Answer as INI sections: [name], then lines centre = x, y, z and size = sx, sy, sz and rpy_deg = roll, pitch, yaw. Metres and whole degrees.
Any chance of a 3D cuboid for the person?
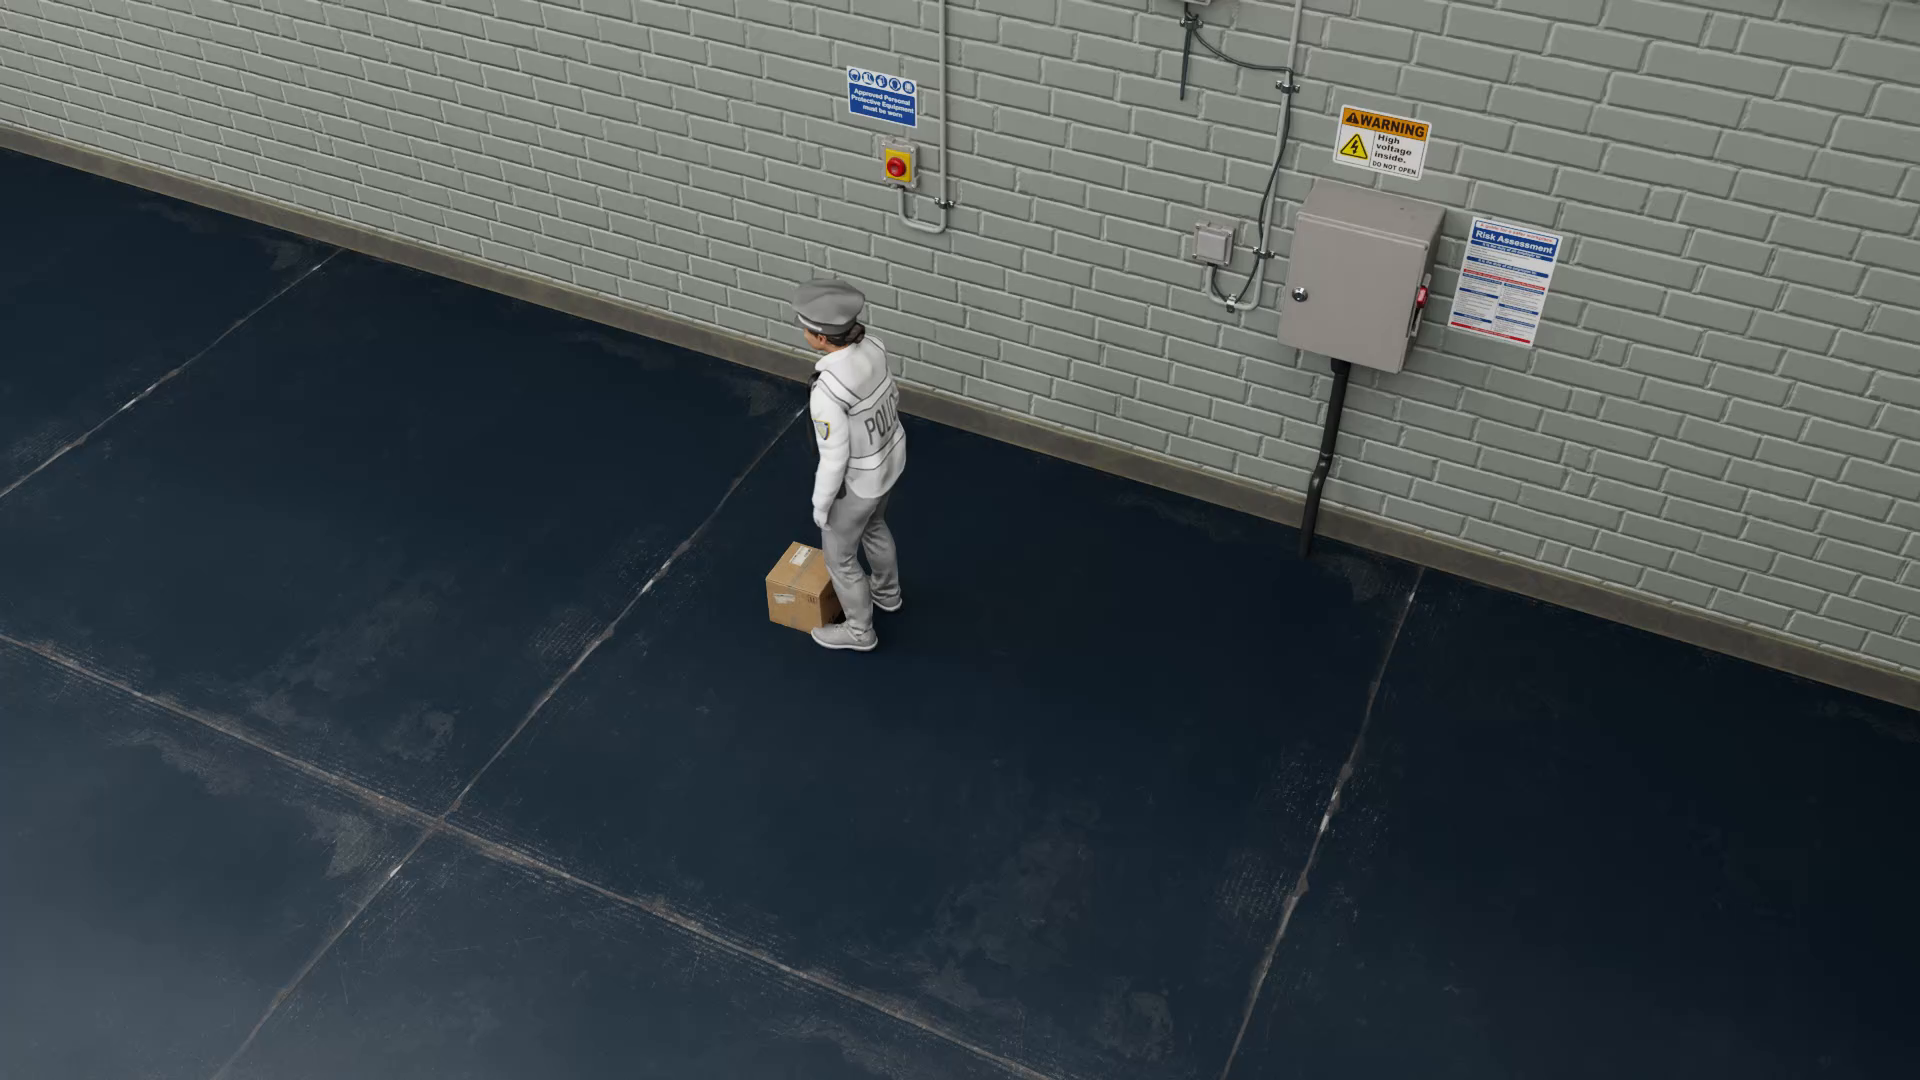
[person]
centre = -0.413, -0.256, 6.440
size = 0.376, 1.663, 0.527
rpy_deg = 17, 45, 18
